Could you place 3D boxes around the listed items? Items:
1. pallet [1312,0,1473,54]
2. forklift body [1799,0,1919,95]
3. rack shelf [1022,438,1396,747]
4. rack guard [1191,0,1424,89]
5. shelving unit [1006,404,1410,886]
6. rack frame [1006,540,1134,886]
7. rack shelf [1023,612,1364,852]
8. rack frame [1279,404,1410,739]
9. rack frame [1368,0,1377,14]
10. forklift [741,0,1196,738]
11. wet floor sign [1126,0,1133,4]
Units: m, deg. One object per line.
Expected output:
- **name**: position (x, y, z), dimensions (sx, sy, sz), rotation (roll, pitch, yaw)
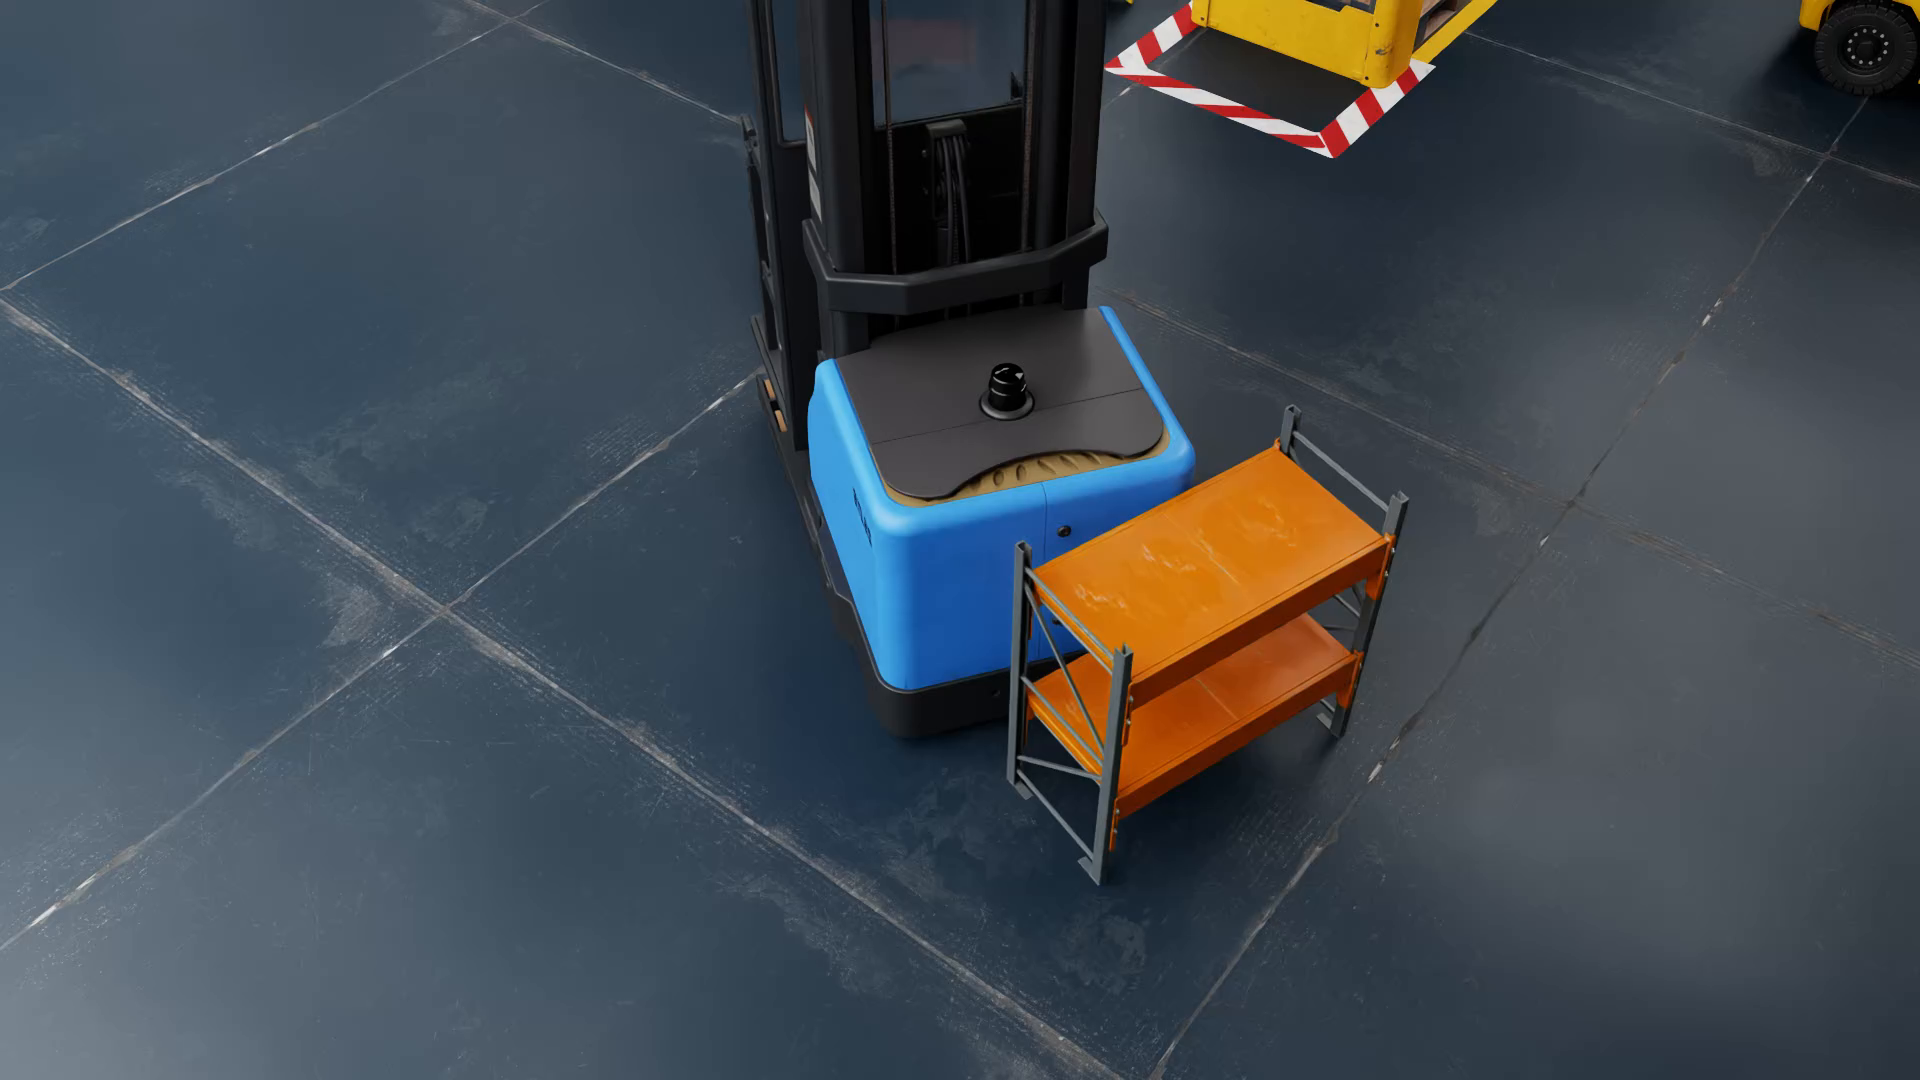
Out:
- **pallet**: position (2.306, -3.149, 9.112), dimensions (1.003, 0.211, 1.213), rotation (29, 53, 25)
- **forklift body**: position (5.380, -3.026, 7.653), dimensions (2.313, 2.155, 1.214), rotation (29, 53, 25)
- **rack shelf**: position (0.727, 0.133, 4.940), dimensions (1.000, 0.278, 0.538), rotation (-26, 52, -23)
- **rack guard**: position (1.781, -2.800, 8.579), dimensions (1.175, 0.500, 0.348), rotation (29, 53, 25)
- **shelving unit**: position (0.727, 0.335, 5.152), dimensions (1.048, 1.125, 0.538), rotation (-26, 52, -23)
- **rack frame**: position (0.308, 0.542, 4.954), dimensions (0.032, 1.125, 0.500), rotation (-26, 52, -23)
- **rack shelf**: position (0.727, 0.504, 5.329), dimensions (1.000, 0.278, 0.538), rotation (-26, 52, -23)
- **rack frame**: position (1.147, 0.127, 5.350), dimensions (0.032, 1.125, 0.500), rotation (-26, 52, -23)
- **rack frame**: position (1.734, -3.619, 7.633), dimensions (1.000, 3.000, 0.127), rotation (29, 53, 25)
- **forklift**: position (-0.182, -1.443, 5.601), dimensions (1.130, 2.935, 3.031), rotation (-12, 48, -12)
- **wet floor sign**: position (0.771, -3.171, 8.832), dimensions (0.232, 0.644, 0.267), rotation (-25, 51, -22)
